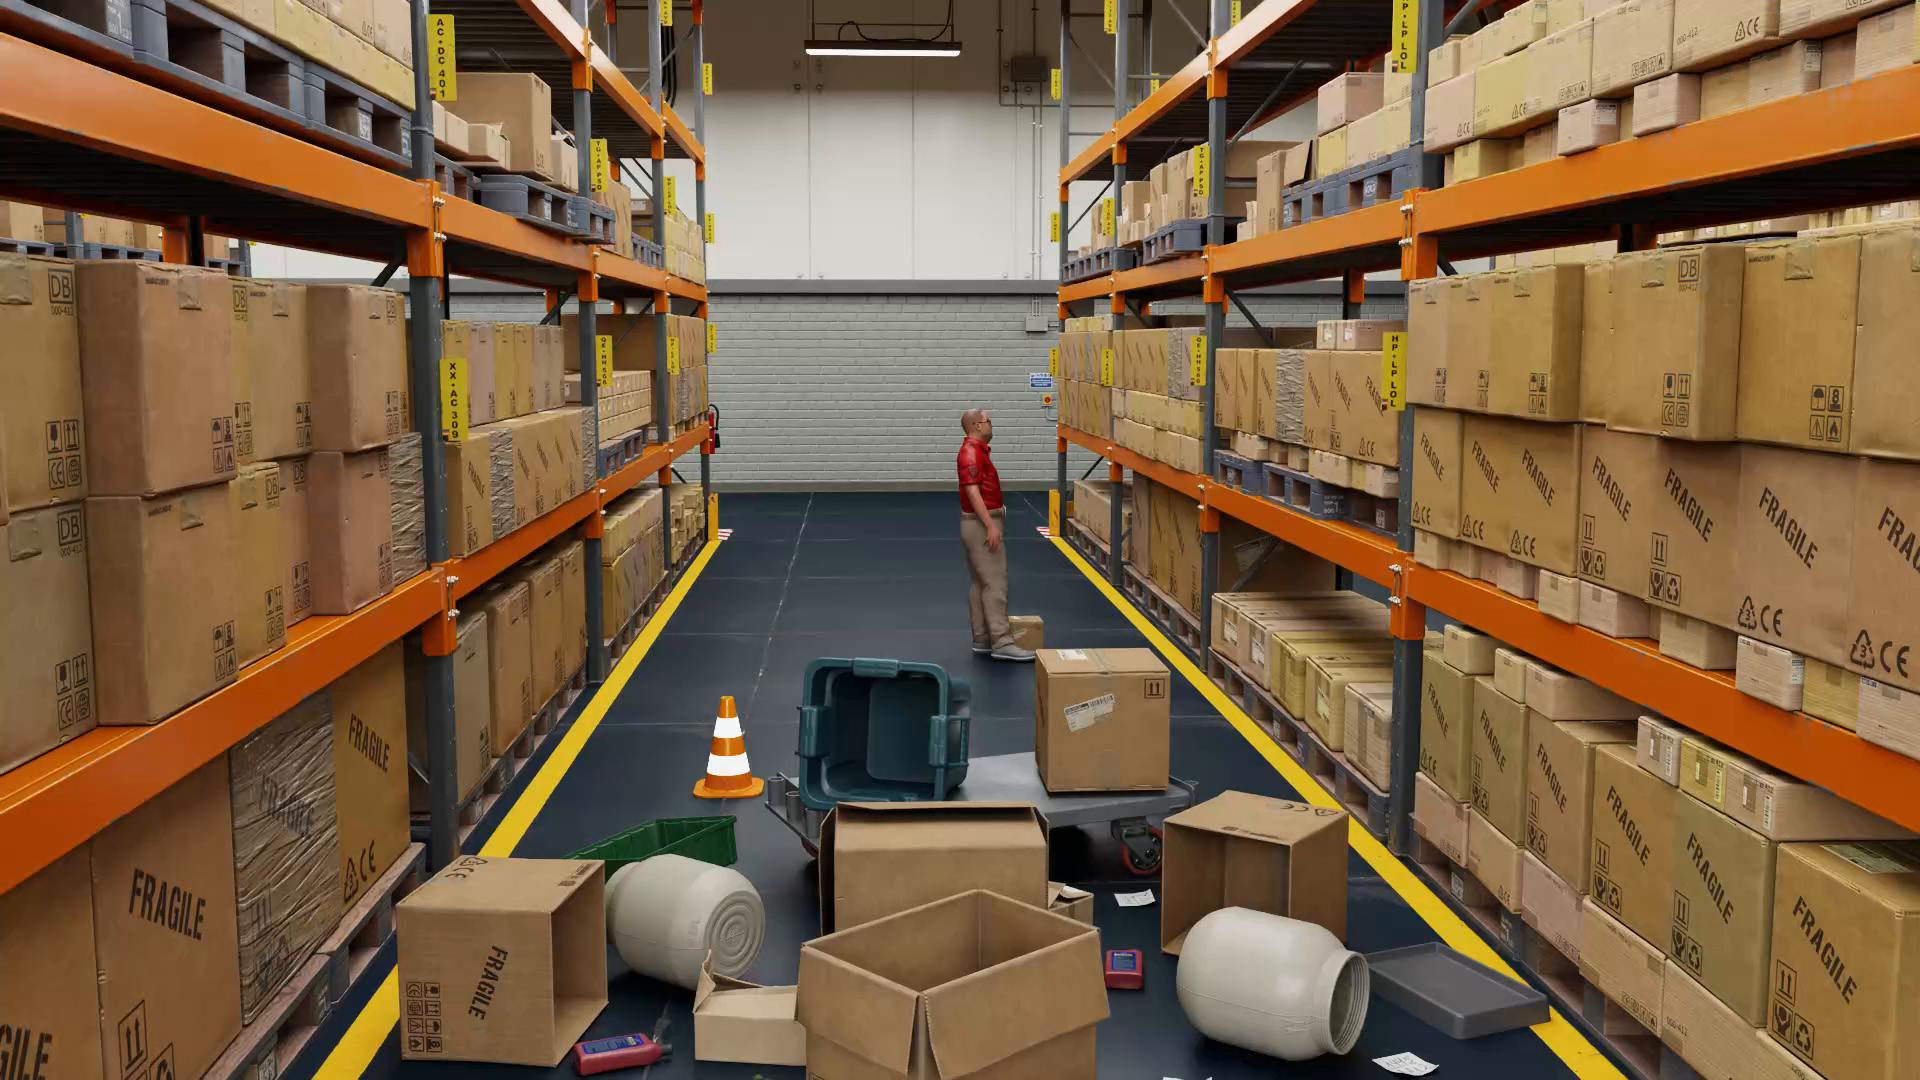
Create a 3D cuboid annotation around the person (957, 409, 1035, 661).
[{"bbox_3d":[0.252,-0.054,11.680,0.550,1.728,0.642,0,7,-4],"label":"person"}]
